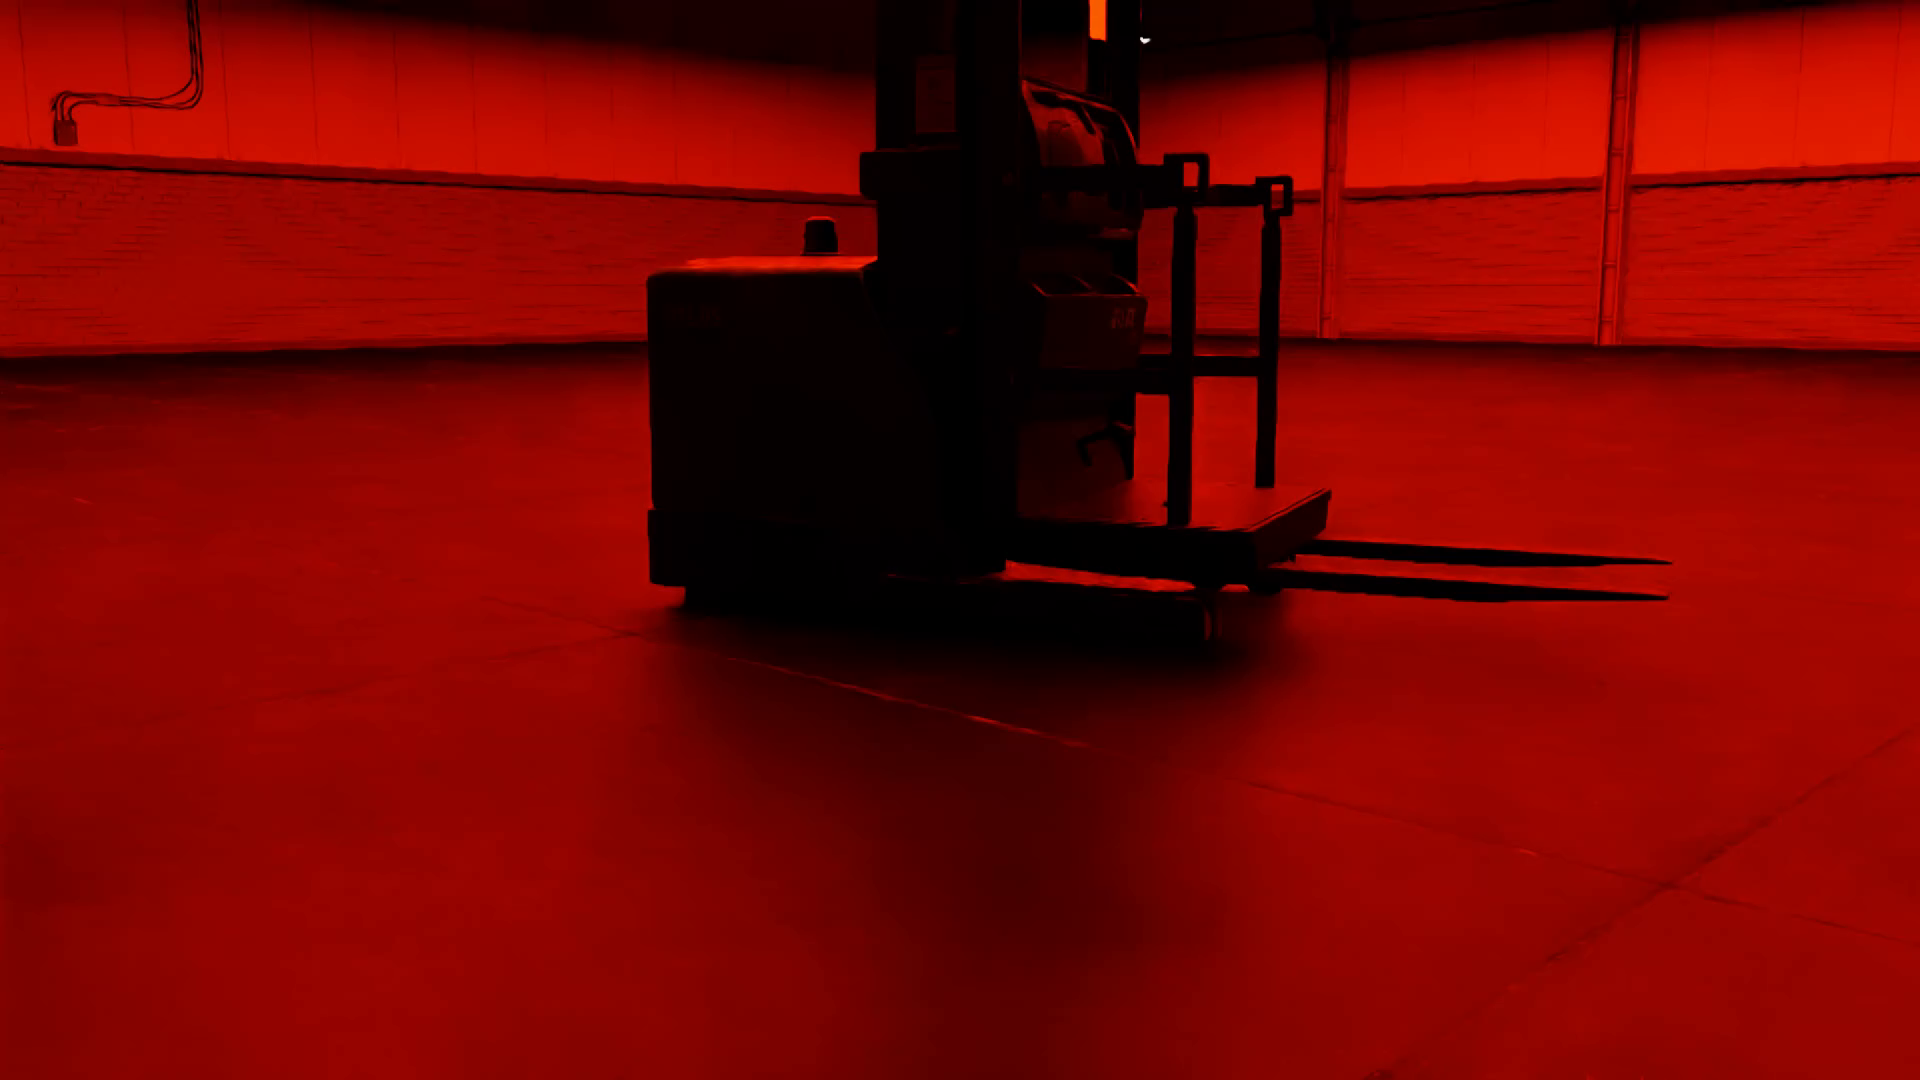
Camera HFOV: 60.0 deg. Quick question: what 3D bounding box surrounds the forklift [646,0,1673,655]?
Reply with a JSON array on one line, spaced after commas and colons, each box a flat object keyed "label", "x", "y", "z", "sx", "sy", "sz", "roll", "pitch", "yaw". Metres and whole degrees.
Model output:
[{"label": "forklift", "x": 0.562, "y": -1.220, "z": 4.975, "sx": 3.031, "sy": 2.935, "sz": 1.130, "roll": 4, "pitch": 9, "yaw": 24}]
